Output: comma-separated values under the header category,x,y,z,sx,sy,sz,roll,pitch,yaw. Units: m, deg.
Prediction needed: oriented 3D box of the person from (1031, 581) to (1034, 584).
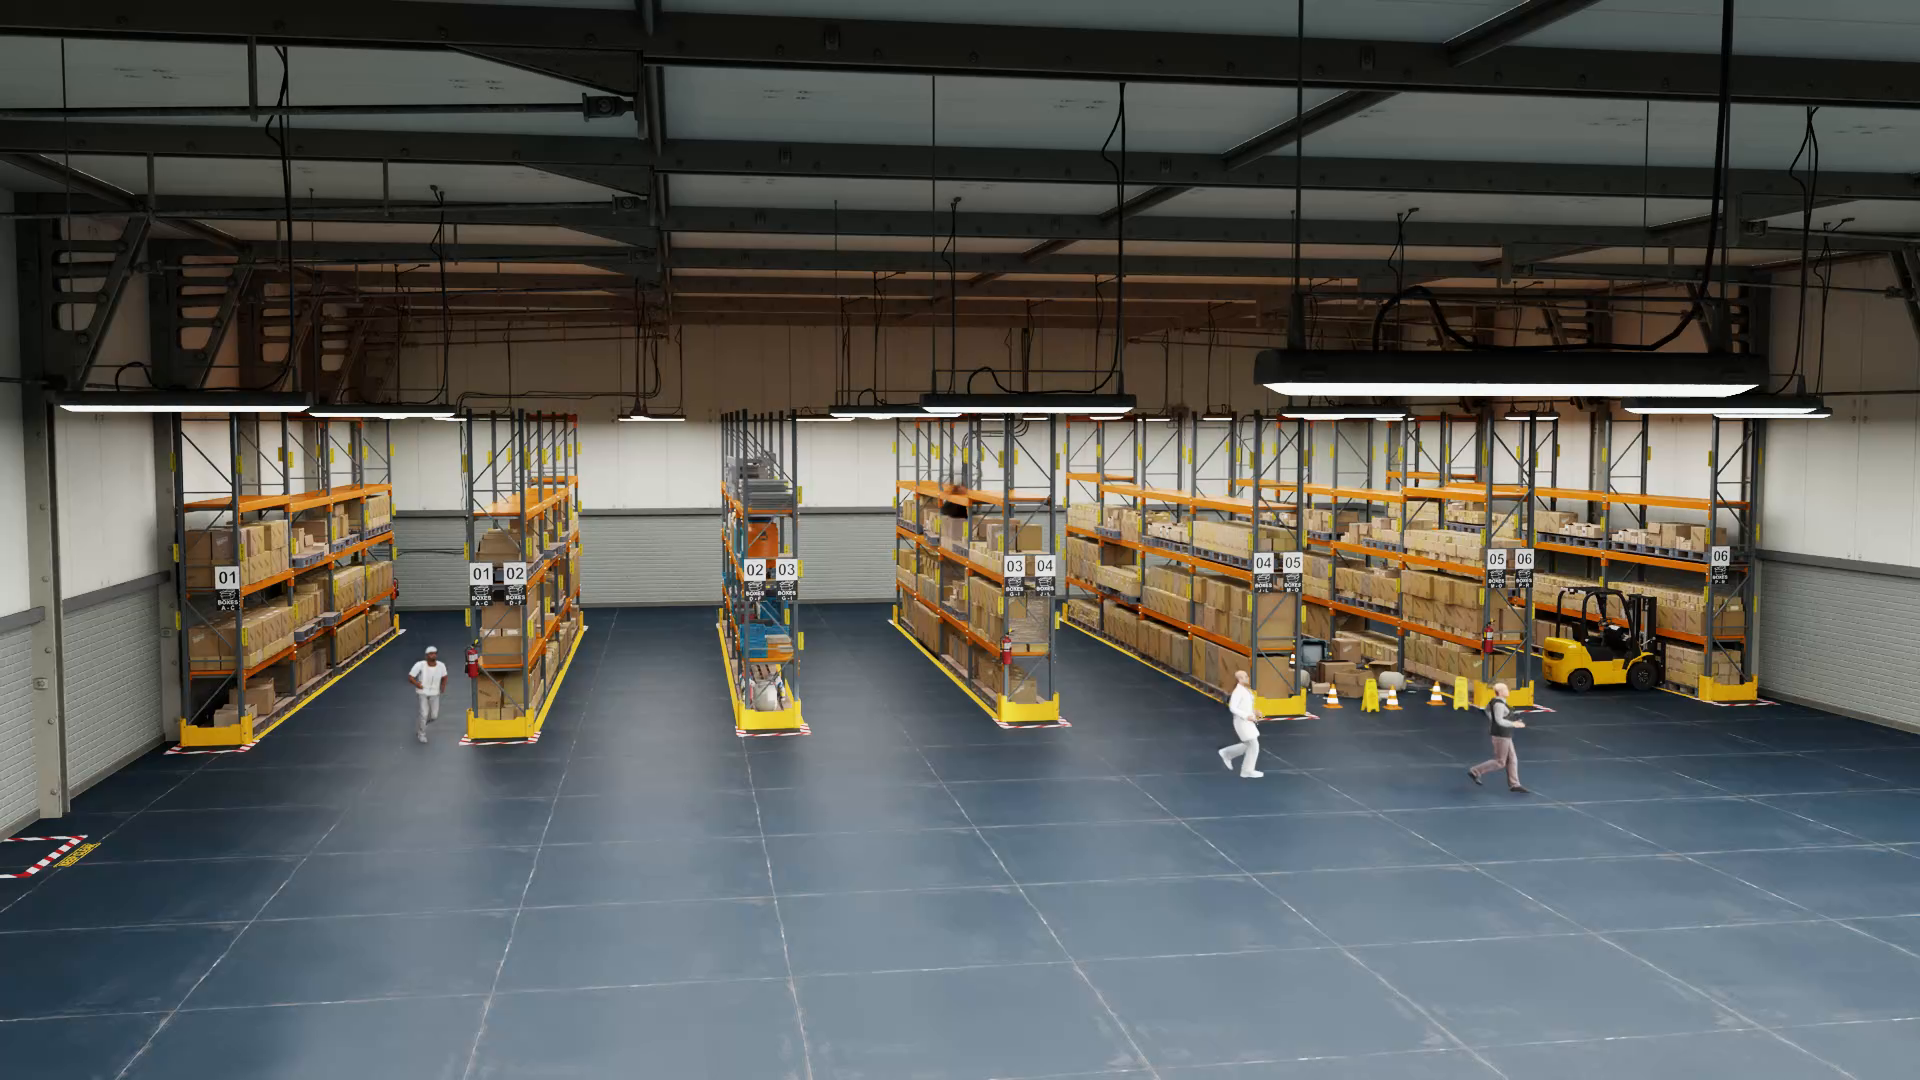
category,x,y,z,sx,sy,sz,roll,pitch,yaw
person,1.905,1.631,47.944,0.581,1.563,0.723,1,4,17

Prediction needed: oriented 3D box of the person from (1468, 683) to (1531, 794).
category,x,y,z,sx,sy,sz,roll,pitch,yaw
person,8.375,3.066,25.715,0.892,1.718,0.661,1,4,17

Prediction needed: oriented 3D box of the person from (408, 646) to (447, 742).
category,x,y,z,sx,sy,sz,roll,pitch,yaw
person,-9.617,2.777,30.126,0.727,1.705,0.630,-3,5,-34

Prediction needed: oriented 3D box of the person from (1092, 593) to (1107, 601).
category,x,y,z,sx,sy,sz,roll,pitch,yaw
person,4.176,1.433,49.768,0.490,1.646,0.740,3,5,34

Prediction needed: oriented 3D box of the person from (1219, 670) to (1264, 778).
category,x,y,z,sx,sy,sz,roll,pitch,yaw
person,4.556,2.975,26.951,0.753,1.729,0.712,1,4,19
